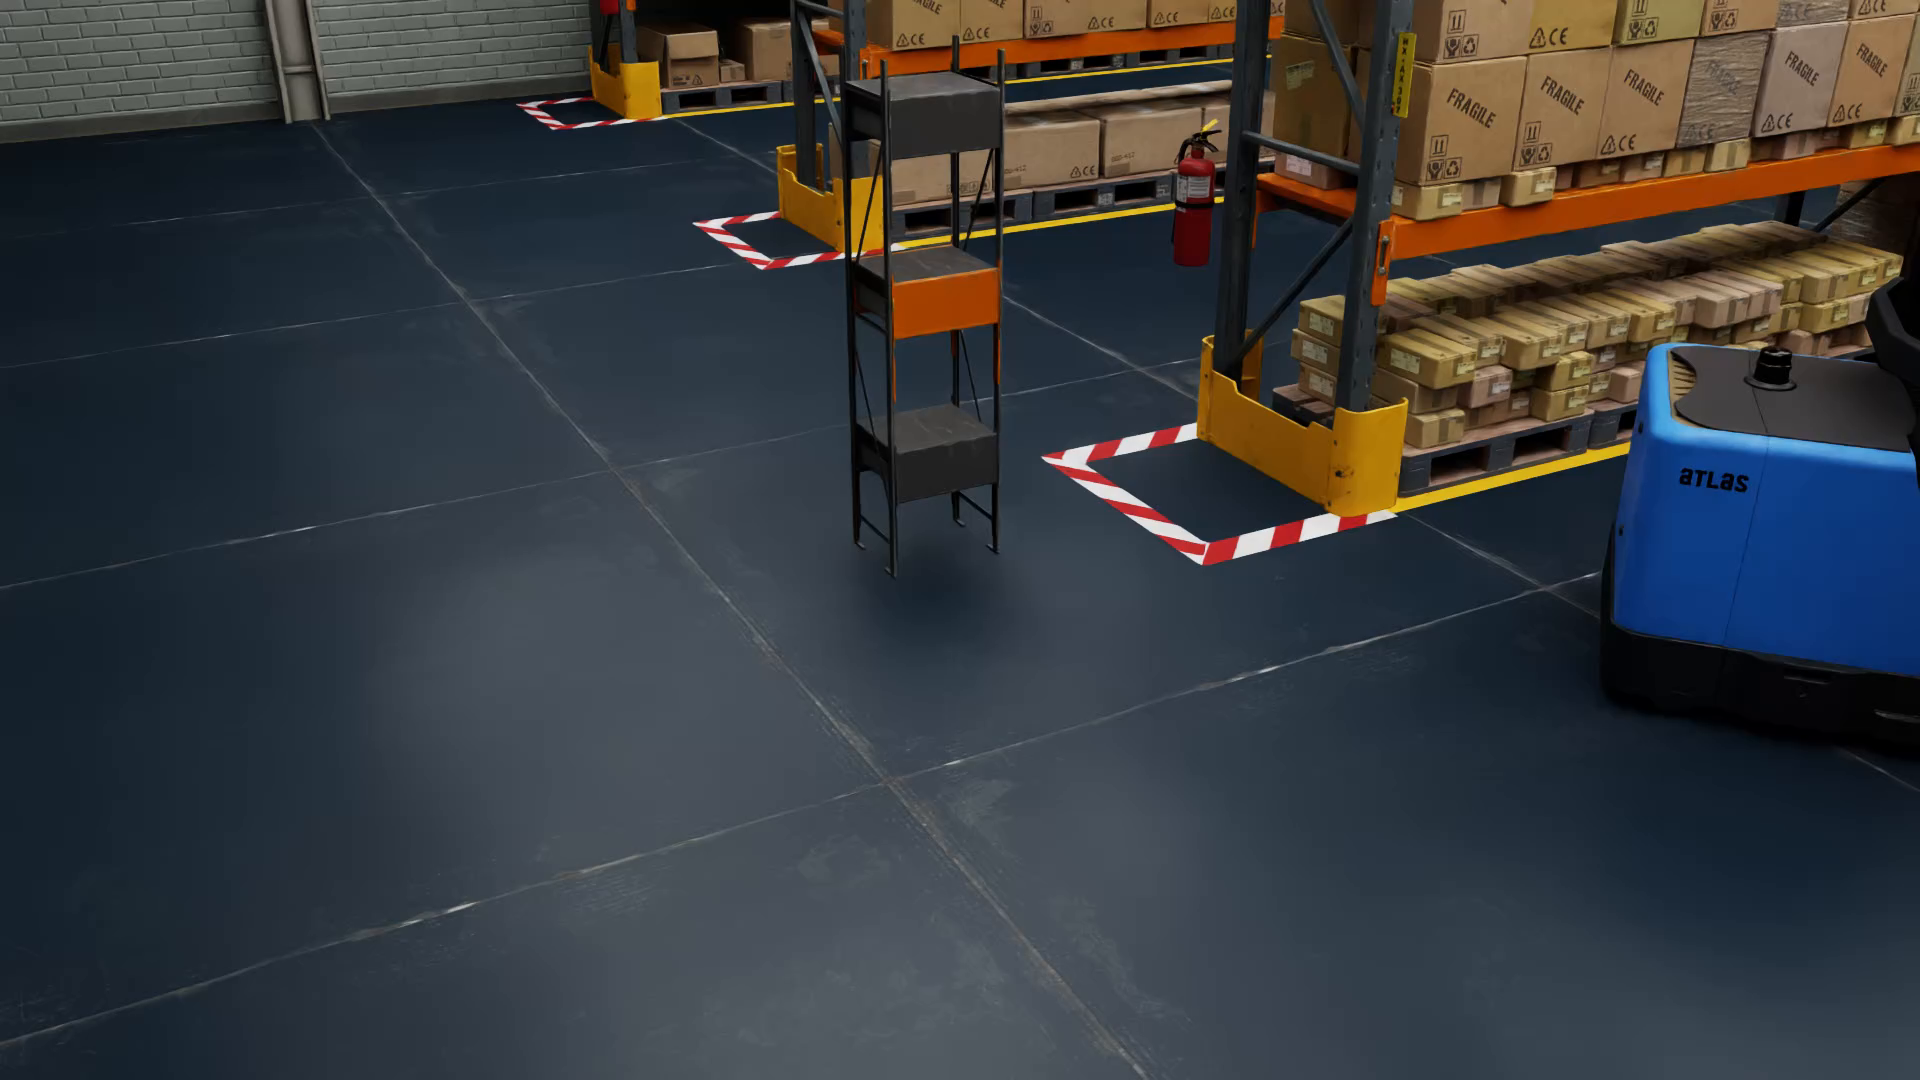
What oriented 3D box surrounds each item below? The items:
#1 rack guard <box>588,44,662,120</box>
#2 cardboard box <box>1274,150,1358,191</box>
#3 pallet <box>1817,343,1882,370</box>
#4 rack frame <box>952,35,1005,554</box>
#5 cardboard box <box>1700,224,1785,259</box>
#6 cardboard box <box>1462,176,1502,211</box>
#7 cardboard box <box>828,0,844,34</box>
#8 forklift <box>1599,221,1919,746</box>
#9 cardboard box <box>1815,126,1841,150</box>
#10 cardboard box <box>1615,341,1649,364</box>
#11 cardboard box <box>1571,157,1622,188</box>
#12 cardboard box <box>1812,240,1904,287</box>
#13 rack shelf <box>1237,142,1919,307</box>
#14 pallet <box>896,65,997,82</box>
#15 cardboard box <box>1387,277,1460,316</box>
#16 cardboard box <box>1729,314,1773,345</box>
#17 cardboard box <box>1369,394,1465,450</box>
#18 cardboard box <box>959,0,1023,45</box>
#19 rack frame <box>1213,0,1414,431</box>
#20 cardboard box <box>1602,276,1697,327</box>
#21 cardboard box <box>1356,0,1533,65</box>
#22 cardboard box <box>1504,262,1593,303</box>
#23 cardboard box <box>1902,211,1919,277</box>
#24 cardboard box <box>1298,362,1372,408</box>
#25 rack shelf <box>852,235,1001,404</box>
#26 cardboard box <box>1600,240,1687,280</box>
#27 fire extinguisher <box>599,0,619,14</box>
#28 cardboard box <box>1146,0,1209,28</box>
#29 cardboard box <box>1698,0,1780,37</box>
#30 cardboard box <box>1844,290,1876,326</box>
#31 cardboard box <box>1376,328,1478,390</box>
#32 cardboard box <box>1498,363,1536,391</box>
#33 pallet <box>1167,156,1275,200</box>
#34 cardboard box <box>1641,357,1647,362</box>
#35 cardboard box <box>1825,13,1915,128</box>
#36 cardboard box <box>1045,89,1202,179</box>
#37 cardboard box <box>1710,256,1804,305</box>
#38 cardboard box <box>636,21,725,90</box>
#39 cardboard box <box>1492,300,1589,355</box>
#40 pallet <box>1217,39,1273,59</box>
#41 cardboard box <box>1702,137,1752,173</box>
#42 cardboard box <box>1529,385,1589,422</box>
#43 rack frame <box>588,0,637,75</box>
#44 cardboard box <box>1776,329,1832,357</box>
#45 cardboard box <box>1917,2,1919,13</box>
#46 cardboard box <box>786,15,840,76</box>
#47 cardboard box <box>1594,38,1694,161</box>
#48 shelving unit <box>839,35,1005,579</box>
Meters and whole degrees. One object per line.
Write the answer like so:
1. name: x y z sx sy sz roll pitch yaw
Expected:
1. rack guard: -3.169 -4.338 15.708 0.348 0.500 1.175 -13 29 -25
2. cardboard box: 1.676 -1.746 7.711 0.250 0.149 0.380 -13 29 -25
3. pallet: 4.475 -1.092 9.281 1.213 0.211 1.003 -13 29 -25
4. rack frame: 0.069 -0.963 6.829 0.015 2.100 0.400 -13 29 -25
5. cardboard box: 4.379 -1.647 9.337 0.250 0.149 0.380 -12 28 -23
6. cardboard box: 2.167 -1.580 7.366 0.250 0.149 0.380 -12 28 -23
7. cardboard box: -0.596 -3.799 11.582 0.500 0.500 0.500 -13 28 -25
8. forklift: 3.895 -0.711 5.345 3.031 2.935 1.130 9 27 18
9. cardboard box: 4.209 -2.087 8.421 0.250 0.149 0.380 -14 29 -27
10. cardboard box: 3.234 -1.022 8.378 0.250 0.149 0.380 -11 28 -22
11. cardboard box: 2.844 -1.765 7.752 0.250 0.149 0.380 -13 29 -26
12. cardboard box: 4.860 -1.500 9.030 0.250 0.149 0.380 -12 28 -24
13. rack shelf: 3.286 -1.768 8.298 4.000 0.370 1.077 -13 29 -25
14. pallet: -0.313 -4.868 17.145 1.213 0.211 1.003 -13 29 -25
15. cardboard box: 2.287 -1.192 8.389 0.250 0.149 0.380 -14 29 -26
16. cardboard box: 3.979 -1.158 8.661 0.250 0.149 0.380 -12 28 -24
17. cardboard box: 2.135 -0.573 7.787 0.250 0.149 0.380 -12 28 -24
18. cardboard box: 0.095 -3.702 11.379 0.500 0.500 0.500 -13 29 -26
19. rack frame: 1.522 -1.685 7.294 0.127 3.000 1.000 -13 29 -25
20. cardboard box: 3.472 -1.198 8.400 0.250 0.149 0.380 -13 29 -25
21. cardboard box: 2.043 -2.305 6.971 0.500 0.500 0.500 -13 29 -25
22. cardboard box: 3.041 -1.308 8.630 0.250 0.149 0.380 -14 29 -27
23. cardboard box: 5.828 -1.611 9.543 0.500 0.500 0.500 -12 28 -23
24. cardboard box: 1.888 -0.776 8.209 0.250 0.149 0.380 -12 28 -24
25. rack shelf: -0.146 -0.901 6.731 0.480 0.518 0.431 -13 29 -25
26. cardboard box: 3.696 -1.495 9.019 0.250 0.149 0.380 -12 28 -24
27. fire extinguisher: -3.148 -5.040 14.802 0.183 0.674 0.296 -13 29 -25
28. cardboard box: 1.455 -4.008 12.016 0.500 0.500 0.500 -13 29 -26
29. cardboard box: 3.402 -2.613 7.611 0.500 0.500 0.500 -14 29 -27
30. cardboard box: 4.690 -1.292 8.941 0.250 0.149 0.380 -14 29 -28
31. cardboard box: 2.144 -0.834 7.643 0.250 0.149 0.380 -14 29 -27
32. cardboard box: 2.547 -0.850 8.019 0.250 0.149 0.380 -13 28 -24
33. pallet: 1.925 -2.987 13.228 1.213 0.211 1.003 -13 29 -25
34. cardboard box: 3.493 -0.894 8.454 0.250 0.149 0.380 -13 29 -25
35. cardboard box: 4.298 -2.367 8.255 0.500 0.500 0.500 -14 29 -26
36. cardboard box: 1.238 -3.134 12.787 0.875 0.438 0.875 -14 29 -27
37. cardboard box: 4.171 -1.356 8.731 0.250 0.149 0.380 -12 28 -23
38. cardboard box: -2.652 -4.602 15.768 0.637 0.503 0.797 -14 29 -27
39. cardboard box: 2.793 -1.021 8.032 0.250 0.149 0.380 -15 29 -28
40. pallet: 3.146 -5.684 18.845 1.213 0.211 1.003 -13 29 -25
41. cardboard box: 3.563 -1.893 8.017 0.250 0.149 0.380 -12 28 -24
42. cardboard box: 2.820 -0.721 8.096 0.250 0.149 0.380 -13 28 -24
43. rack frame: -3.236 -5.450 15.135 0.127 3.000 1.000 -13 29 -25
44. cardboard box: 4.394 -1.094 8.872 0.250 0.149 0.380 -14 29 -27
45. cardboard box: 4.764 -2.930 8.274 0.500 0.500 0.500 -14 29 -27
46. cardboard box: -1.366 -4.829 16.246 0.500 0.500 0.500 -12 28 -24
47. cardboard box: 2.946 -2.064 7.623 0.500 0.500 0.500 -13 28 -24
48. shelving unit: -0.146 -0.913 6.725 0.503 2.100 0.431 -13 29 -25
